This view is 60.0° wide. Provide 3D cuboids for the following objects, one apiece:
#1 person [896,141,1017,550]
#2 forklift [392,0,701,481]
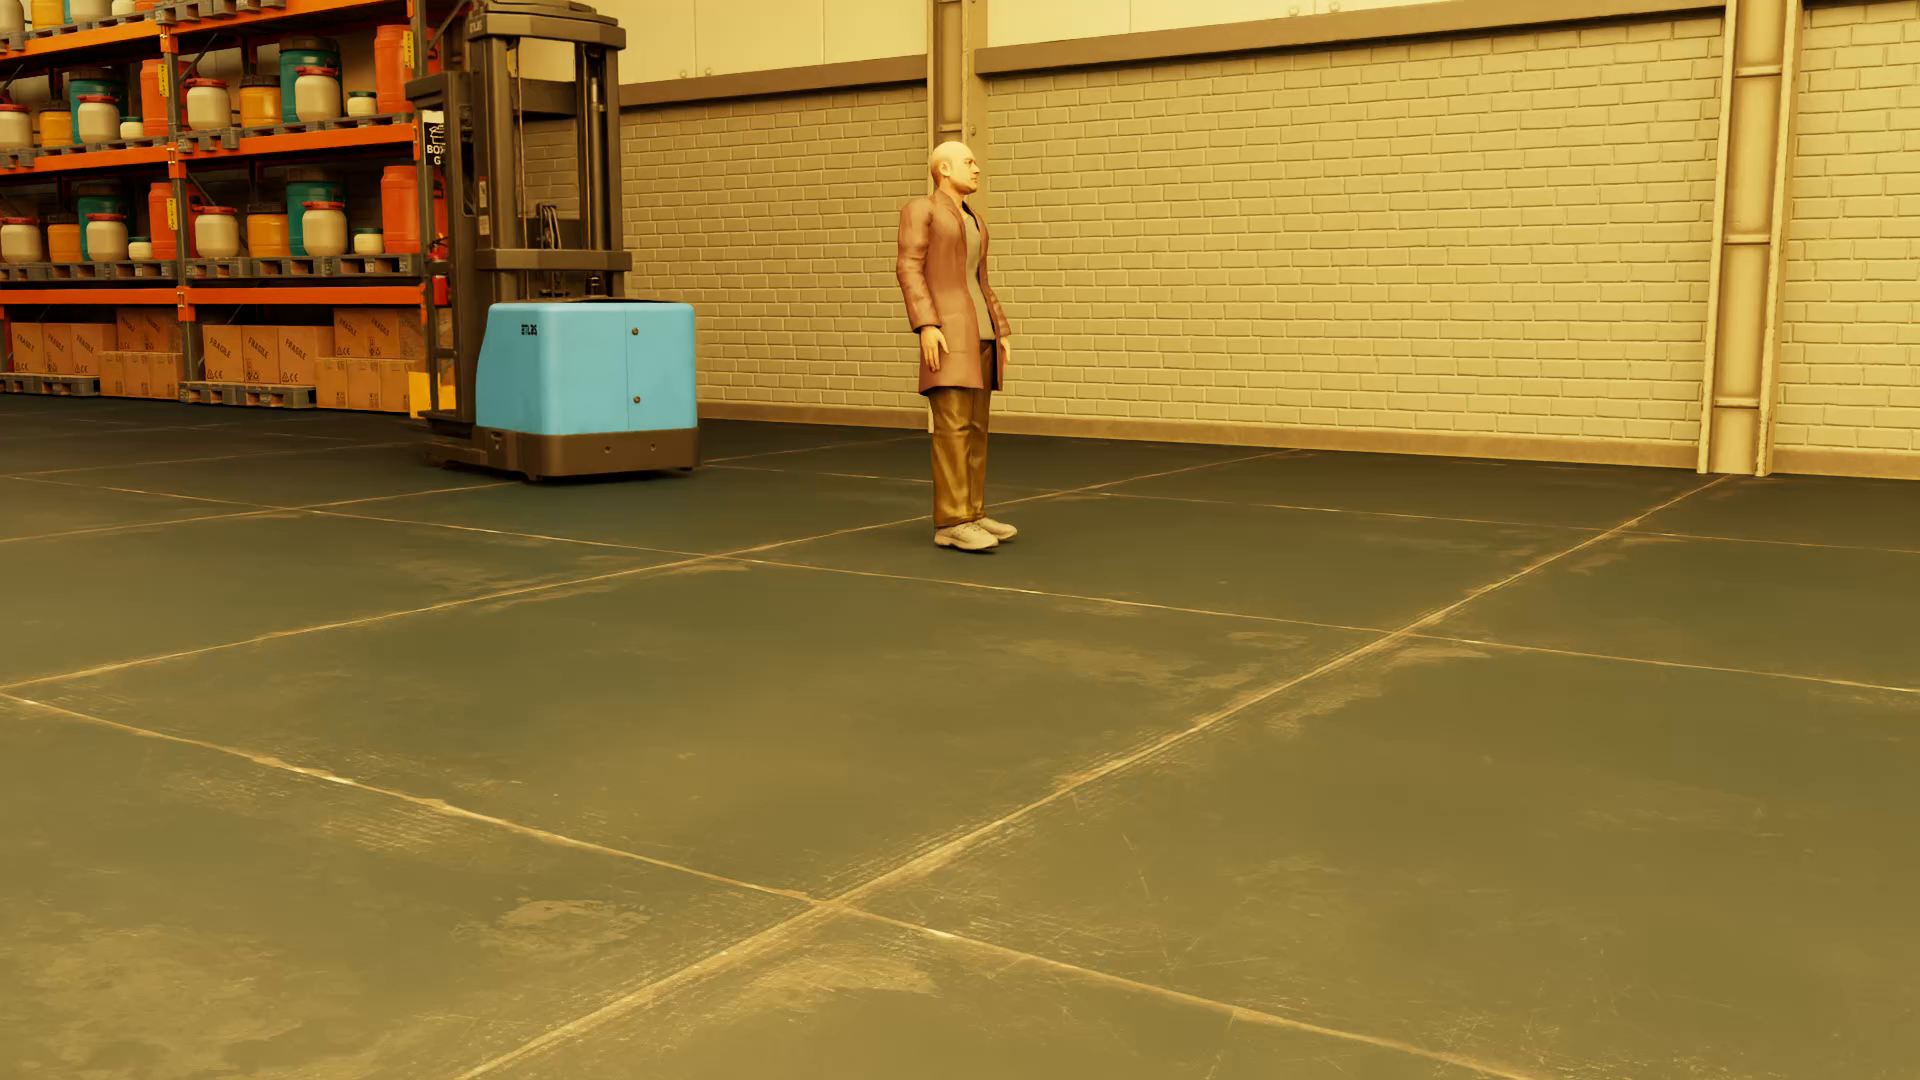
[{"bbox_3d":[0.074,-0.880,7.423,0.579,1.778,0.698,5,10,34],"label":"person"},{"bbox_3d":[-2.923,-1.957,10.956,1.130,2.935,3.031,-6,10,-38],"label":"forklift"}]
